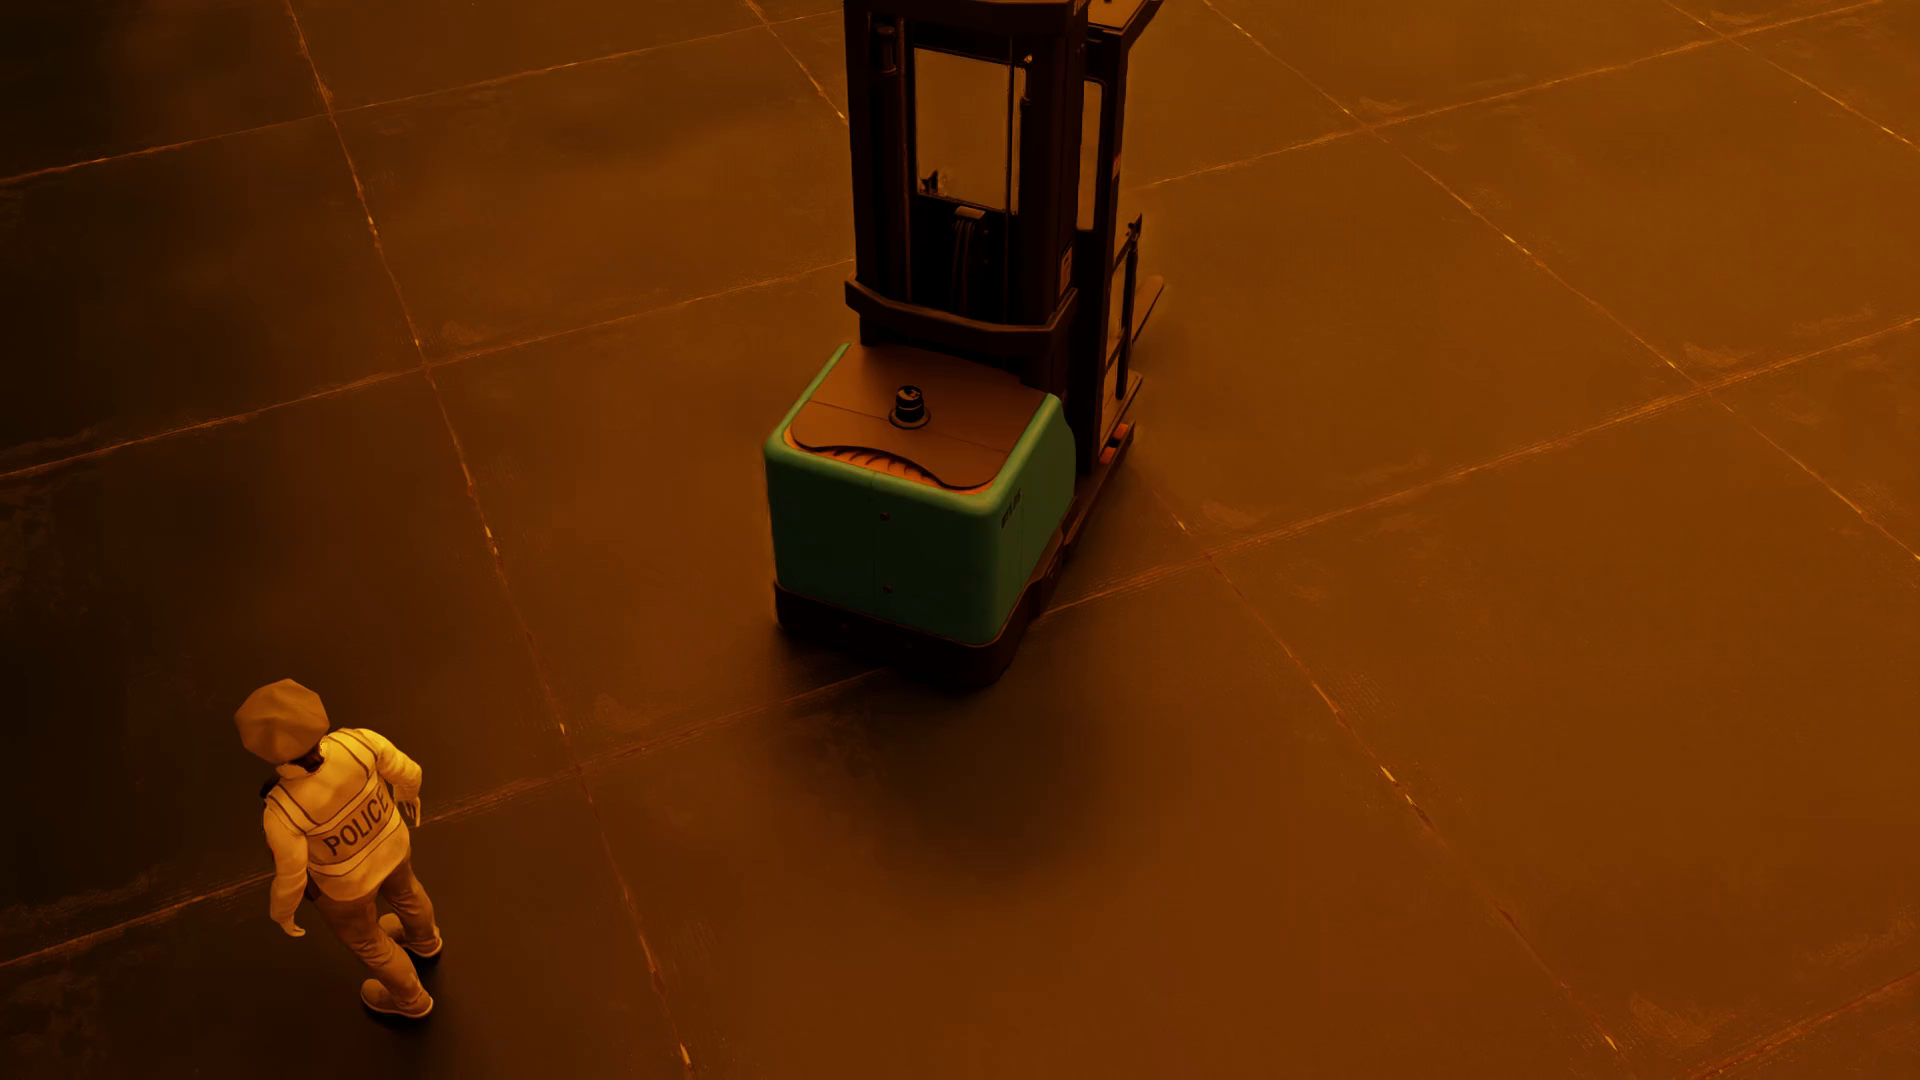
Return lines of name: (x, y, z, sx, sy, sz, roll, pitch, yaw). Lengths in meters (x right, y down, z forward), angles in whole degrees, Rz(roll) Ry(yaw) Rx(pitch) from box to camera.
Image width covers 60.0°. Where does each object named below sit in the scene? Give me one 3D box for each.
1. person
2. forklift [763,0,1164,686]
person: (-2.062, 1.025, 5.493, 0.488, 1.691, 0.619, 21, 47, 21)
forklift: (0.220, -1.469, 7.254, 1.130, 2.935, 3.031, 16, 45, 16)
